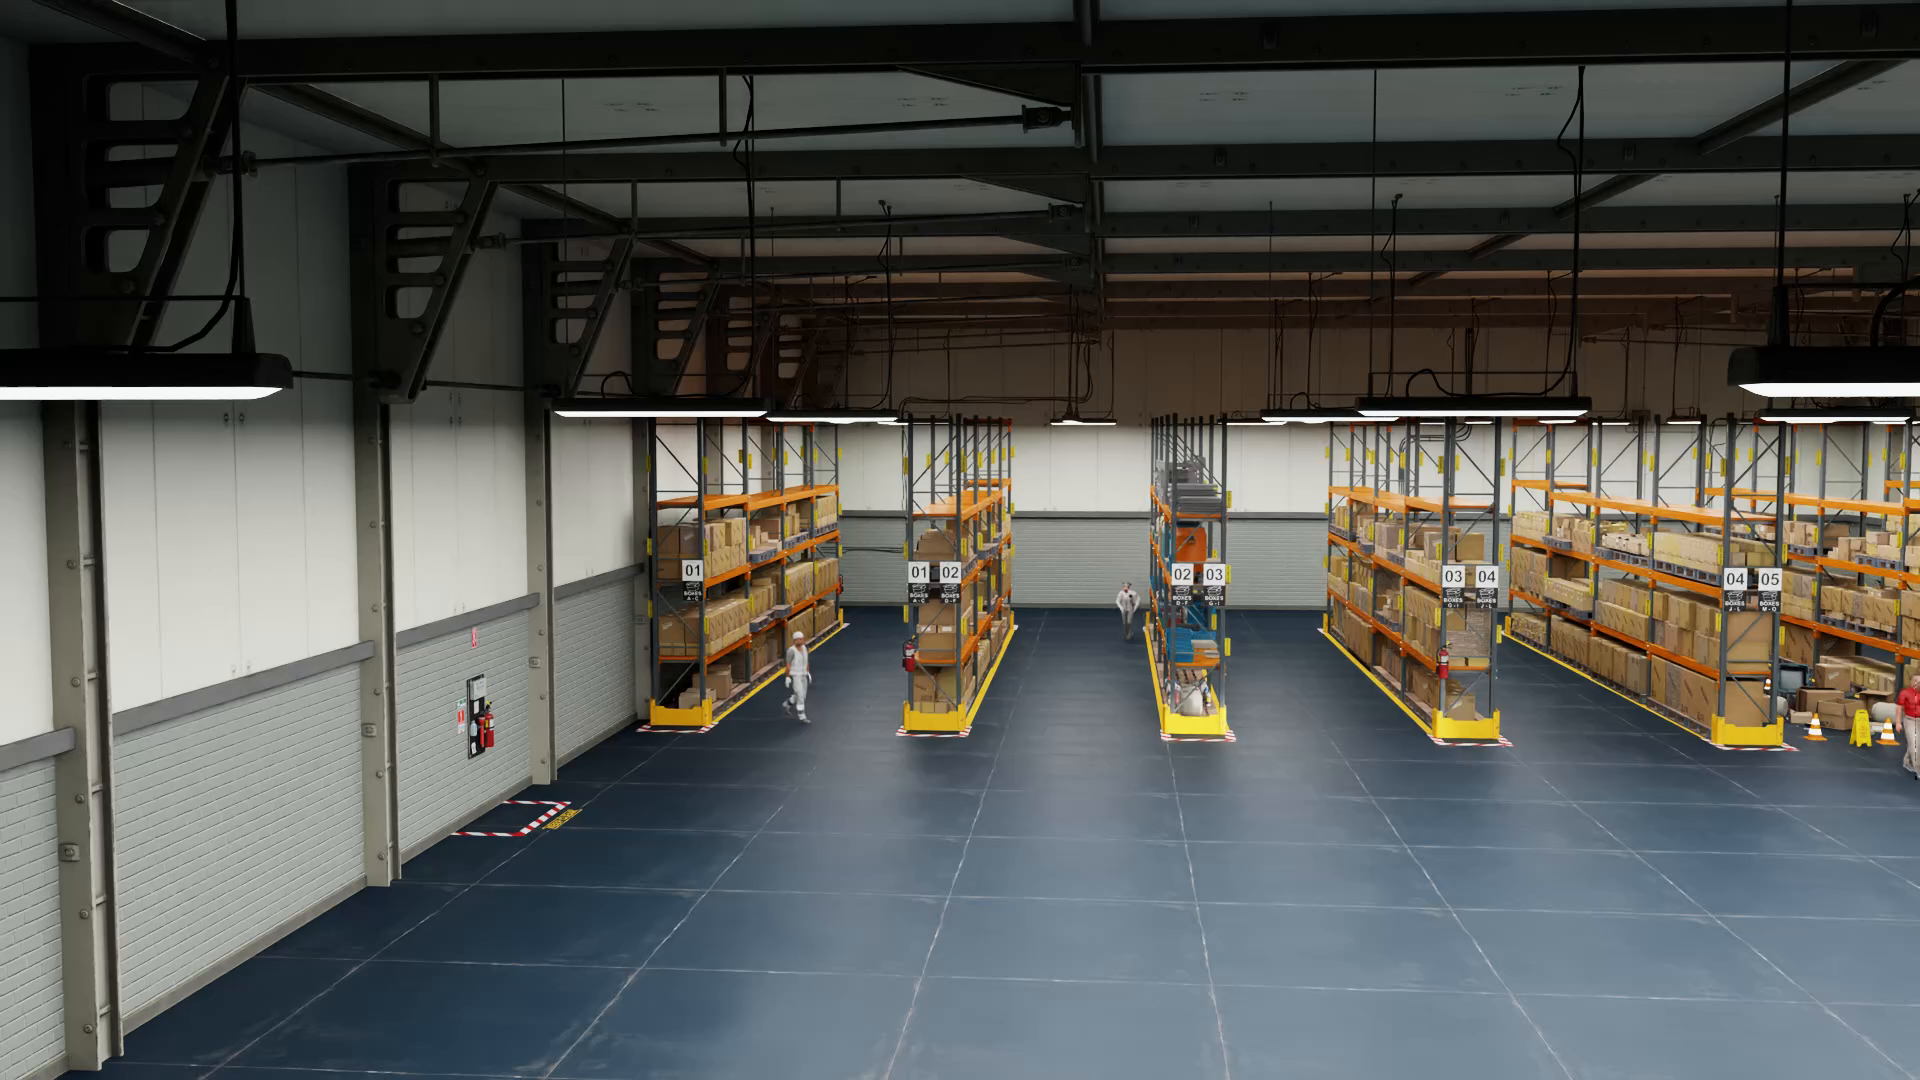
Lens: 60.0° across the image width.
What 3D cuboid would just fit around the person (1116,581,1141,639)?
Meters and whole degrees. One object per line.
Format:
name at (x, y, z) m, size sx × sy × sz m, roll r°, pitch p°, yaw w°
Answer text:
person at (4.564, 1.899, 45.009) m, size 0.649 × 1.603 × 0.696 m, roll 1°, pitch 4°, yaw 18°

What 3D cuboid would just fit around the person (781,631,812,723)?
person at (-3.173, 2.655, 32.424) m, size 0.910 × 1.764 × 0.612 m, roll 3°, pitch 5°, yaw 37°

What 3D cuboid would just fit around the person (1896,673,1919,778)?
person at (15.739, 3.028, 27.251) m, size 0.562 × 1.668 × 1.035 m, roll 0°, pitch 4°, yaw -1°
